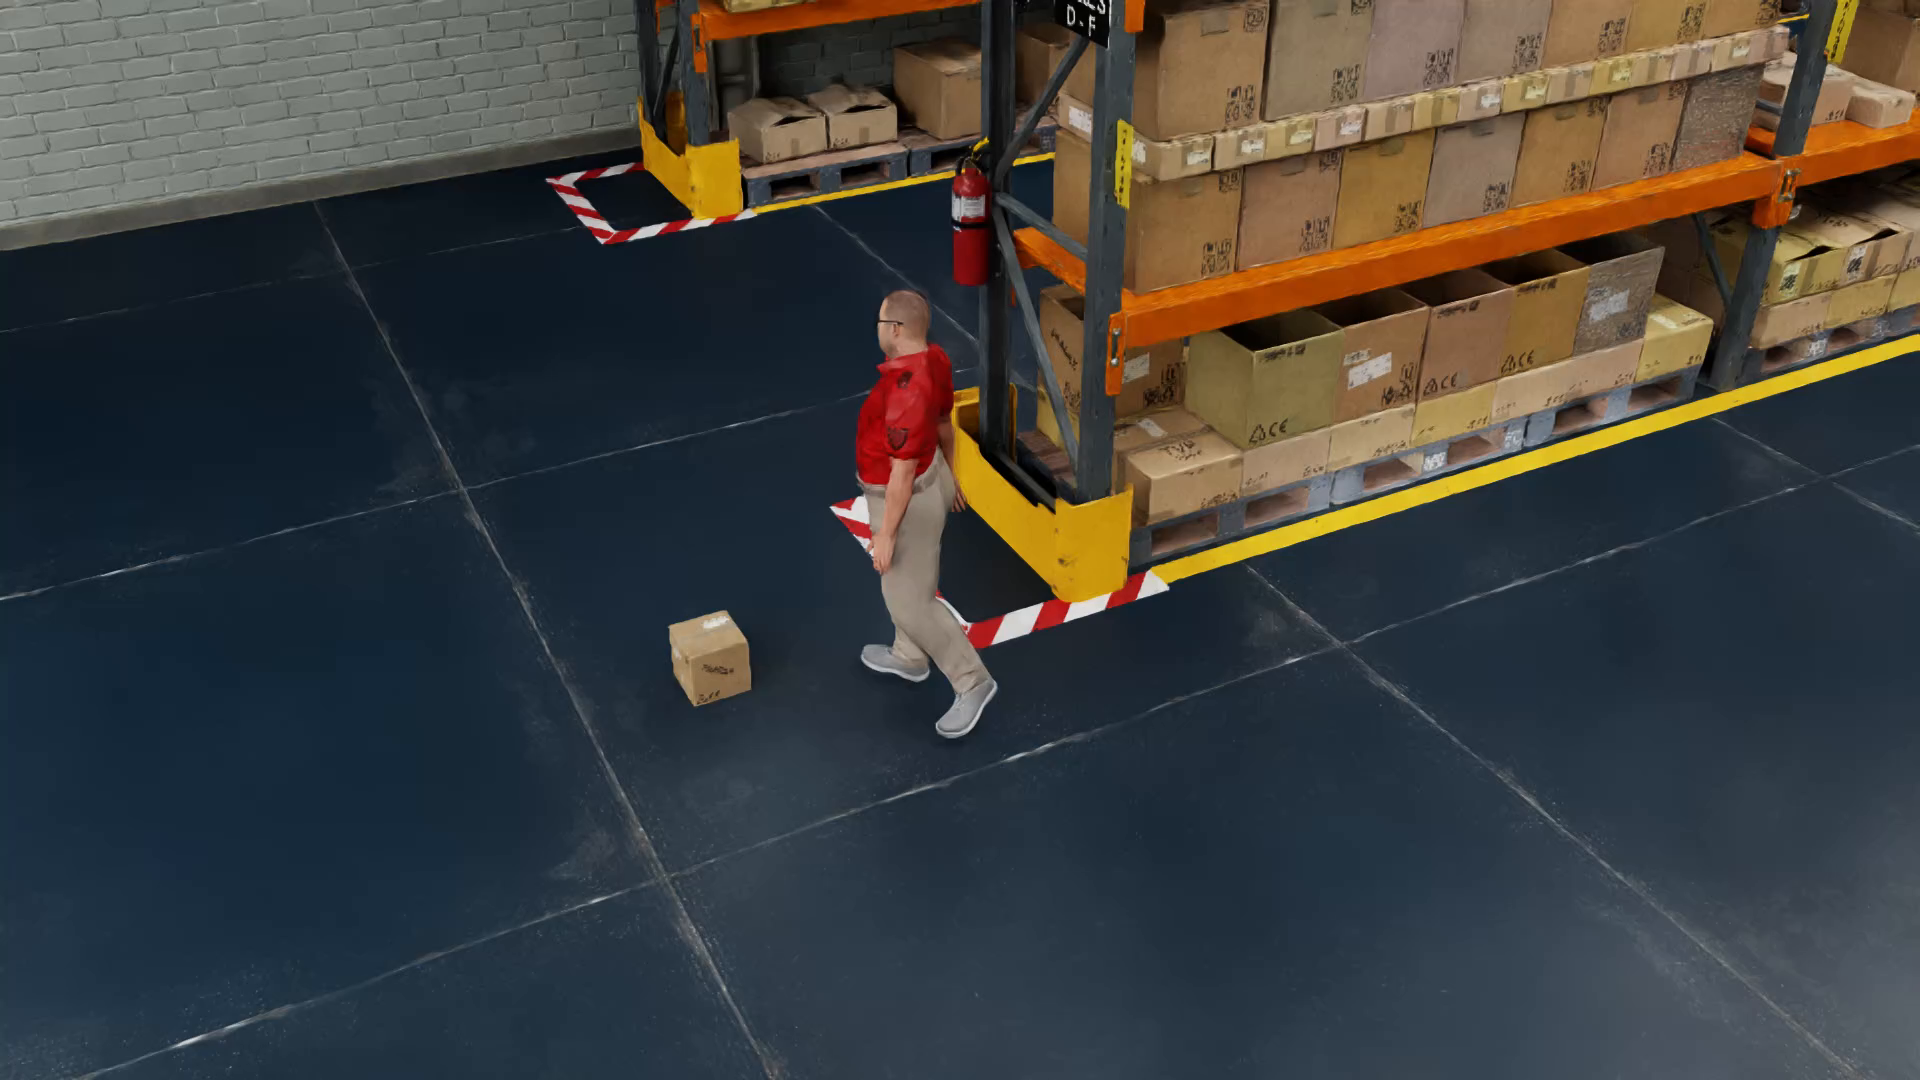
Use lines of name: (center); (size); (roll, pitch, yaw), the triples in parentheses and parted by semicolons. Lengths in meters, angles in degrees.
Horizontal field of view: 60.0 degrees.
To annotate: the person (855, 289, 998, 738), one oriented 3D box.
person: (-0.144, -0.112, 6.315); (0.614, 1.725, 0.649); (6, 33, 9)
